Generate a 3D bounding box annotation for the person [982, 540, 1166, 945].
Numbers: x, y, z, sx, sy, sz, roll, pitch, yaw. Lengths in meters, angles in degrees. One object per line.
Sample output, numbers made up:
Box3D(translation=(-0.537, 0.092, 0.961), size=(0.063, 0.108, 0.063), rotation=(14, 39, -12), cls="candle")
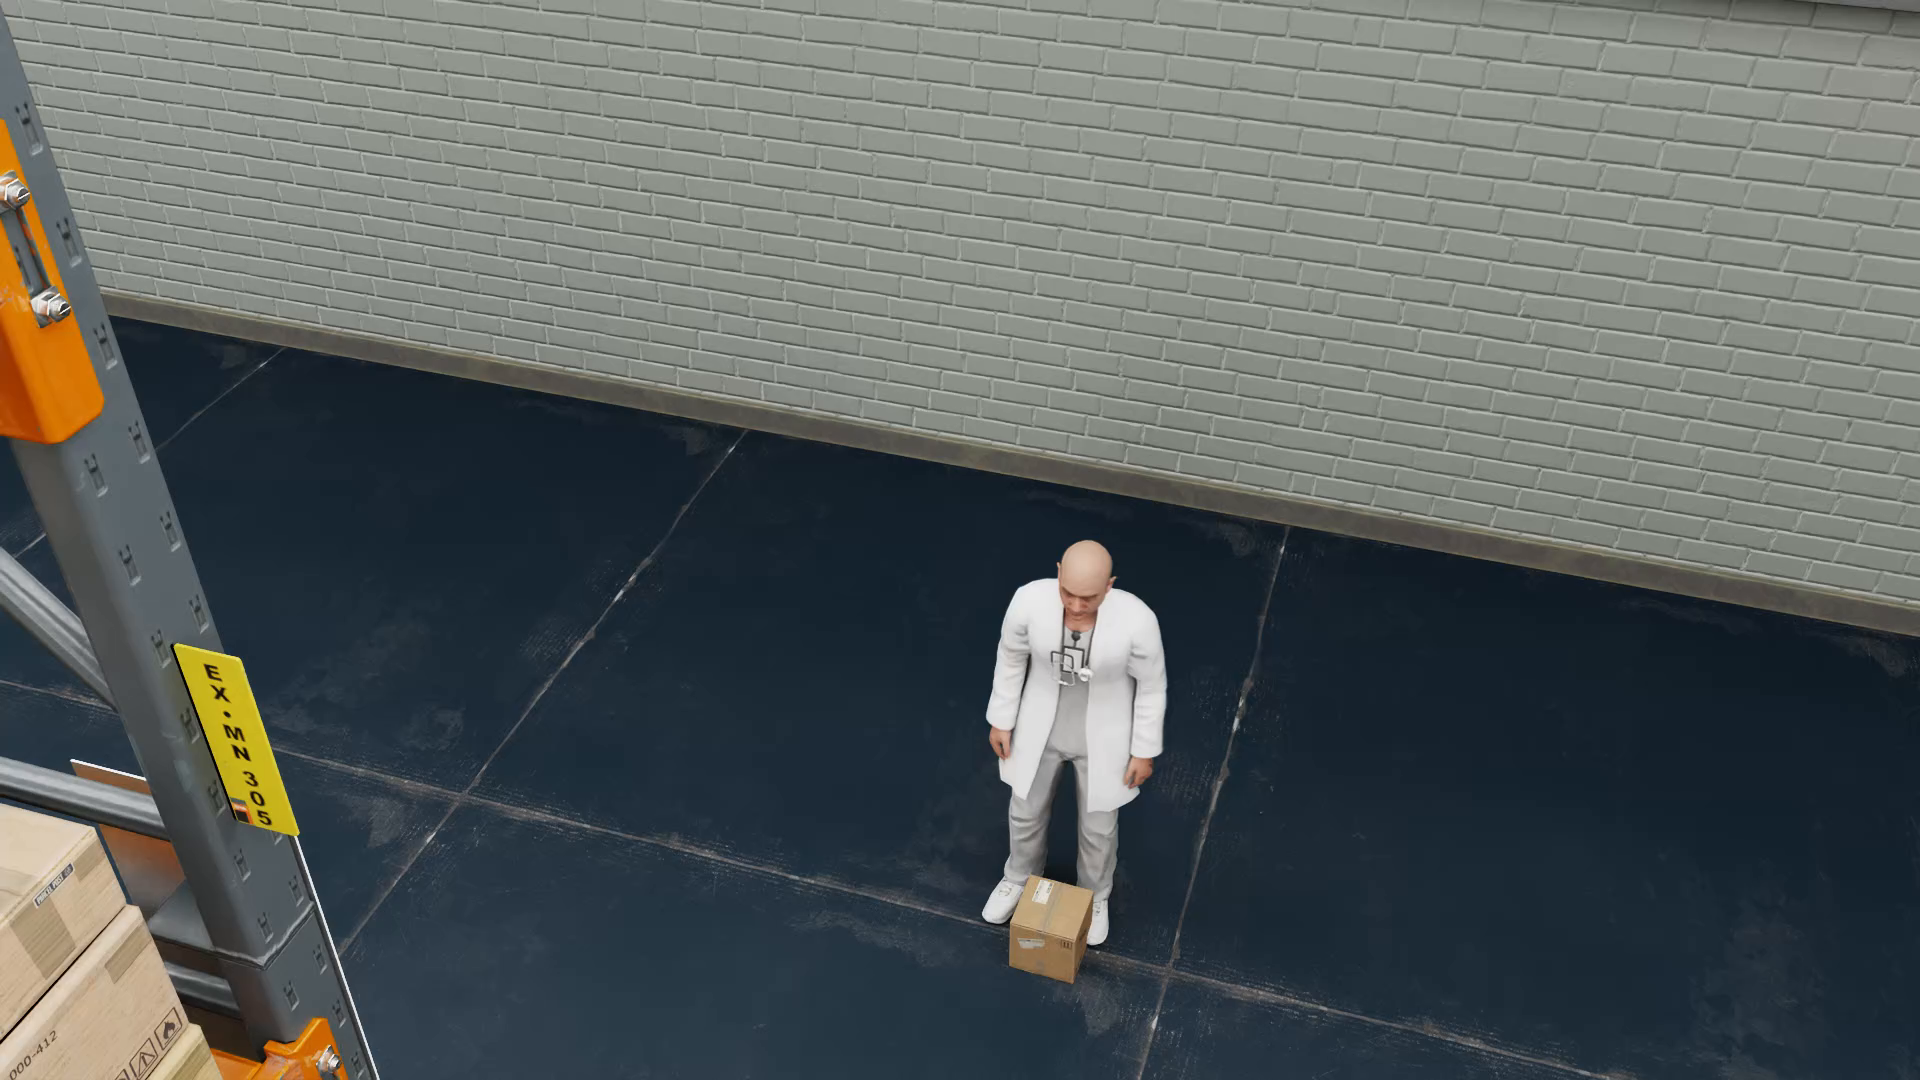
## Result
Box3D(translation=(0.407, 0.701, 5.960), size=(0.644, 1.774, 0.419), rotation=(10, 38, 14), cls="person")
